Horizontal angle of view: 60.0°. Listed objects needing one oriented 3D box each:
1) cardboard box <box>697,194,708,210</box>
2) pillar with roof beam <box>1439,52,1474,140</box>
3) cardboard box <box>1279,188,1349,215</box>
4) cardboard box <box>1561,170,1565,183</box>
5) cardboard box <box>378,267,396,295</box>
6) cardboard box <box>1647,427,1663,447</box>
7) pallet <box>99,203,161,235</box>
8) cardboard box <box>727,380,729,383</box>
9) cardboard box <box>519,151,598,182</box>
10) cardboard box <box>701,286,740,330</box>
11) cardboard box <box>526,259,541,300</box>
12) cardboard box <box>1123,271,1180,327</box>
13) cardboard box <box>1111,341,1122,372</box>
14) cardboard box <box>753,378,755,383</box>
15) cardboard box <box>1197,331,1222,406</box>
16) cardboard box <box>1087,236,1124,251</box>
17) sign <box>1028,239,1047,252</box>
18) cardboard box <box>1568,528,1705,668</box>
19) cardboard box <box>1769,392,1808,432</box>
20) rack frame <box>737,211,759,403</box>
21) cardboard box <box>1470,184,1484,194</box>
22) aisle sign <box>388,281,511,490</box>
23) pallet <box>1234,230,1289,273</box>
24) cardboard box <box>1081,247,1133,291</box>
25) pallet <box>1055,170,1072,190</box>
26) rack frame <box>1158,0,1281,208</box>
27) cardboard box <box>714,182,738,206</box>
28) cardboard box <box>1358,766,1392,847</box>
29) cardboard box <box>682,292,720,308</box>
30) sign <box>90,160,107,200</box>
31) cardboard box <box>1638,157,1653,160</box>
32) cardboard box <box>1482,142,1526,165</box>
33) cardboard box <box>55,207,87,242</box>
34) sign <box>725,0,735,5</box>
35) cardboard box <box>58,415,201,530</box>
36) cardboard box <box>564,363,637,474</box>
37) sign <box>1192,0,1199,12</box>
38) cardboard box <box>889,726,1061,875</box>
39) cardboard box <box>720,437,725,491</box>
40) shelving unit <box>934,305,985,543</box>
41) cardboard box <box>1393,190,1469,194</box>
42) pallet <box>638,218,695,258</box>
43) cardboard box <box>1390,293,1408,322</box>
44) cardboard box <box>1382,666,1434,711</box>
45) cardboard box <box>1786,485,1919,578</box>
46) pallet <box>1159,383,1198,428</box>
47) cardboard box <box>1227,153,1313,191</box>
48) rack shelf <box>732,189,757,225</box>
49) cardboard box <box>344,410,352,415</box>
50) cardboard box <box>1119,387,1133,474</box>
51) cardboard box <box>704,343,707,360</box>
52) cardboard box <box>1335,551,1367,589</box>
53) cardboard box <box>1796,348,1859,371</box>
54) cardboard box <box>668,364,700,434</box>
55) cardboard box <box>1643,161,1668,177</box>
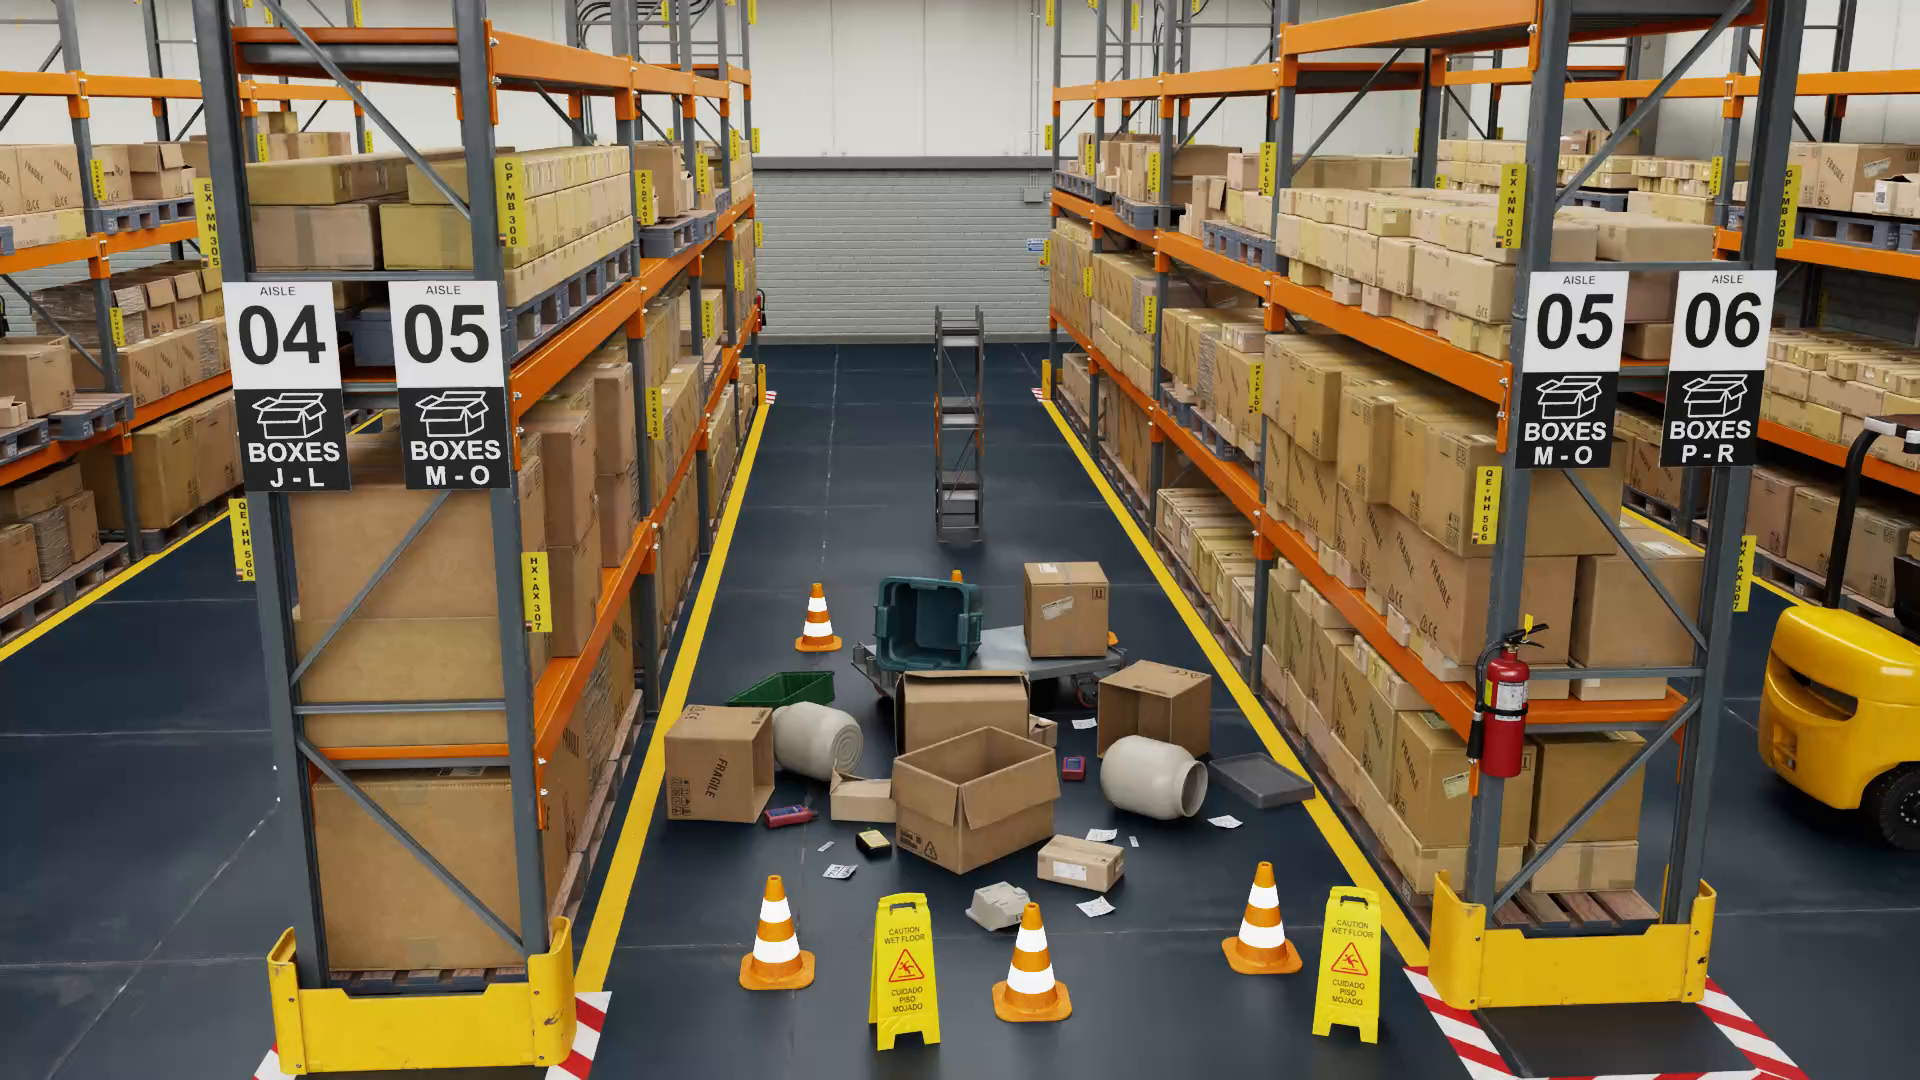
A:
[{"bbox_3d":[-2.483,-2.967,14.539,0.500,0.500,0.500,-1,14,-3],"label":"cardboard box"},{"bbox_3d":[3.115,-7.011,24.441,9.100,9.000,0.400,-1,14,-3],"label":"pillar with roof beam"},{"bbox_3d":[2.162,-2.060,10.120,0.380,0.149,0.250,-1,14,-4],"label":"cardboard box"},{"bbox_3d":[6.643,-3.869,17.709,0.380,0.149,0.250,-1,14,-3],"label":"cardboard box"},{"bbox_3d":[-2.608,-1.116,7.011,0.380,0.149,0.250,-1,14,-3],"label":"cardboard box"},{"bbox_3d":[6.843,-0.992,15.956,0.380,0.149,0.250,-2,15,-6],"label":"cardboard box"},{"bbox_3d":[-7.763,-2.788,14.427,1.213,0.211,1.003,0,14,-1],"label":"pallet"},{"bbox_3d":[-2.871,-1.841,20.070,0.380,0.149,0.250,-1,15,-6],"label":"cardboard box"},{"bbox_3d":[-2.047,-1.894,8.430,0.380,0.149,0.250,-1,14,-4],"label":"cardboard box"},{"bbox_3d":[-2.741,-2.634,18.668,0.500,0.500,0.500,-1,14,-4],"label":"cardboard box"},{"bbox_3d":[-1.936,-1.066,6.815,0.380,0.149,0.250,-1,14,-3],"label":"cardboard box"},{"bbox_3d":[1.863,-2.329,16.075,0.500,0.500,0.500,-1,14,-3],"label":"cardboard box"},{"bbox_3d":[1.808,-1.849,16.716,0.500,0.250,0.500,-1,14,-4],"label":"cardboard box"},{"bbox_3d":[-2.892,-2.149,21.863,0.380,0.149,0.250,-1,14,-5],"label":"cardboard box"},{"bbox_3d":[2.120,-1.315,12.702,0.500,0.500,0.500,-1,14,-6],"label":"cardboard box"},{"bbox_3d":[1.636,-3.334,18.680,0.380,0.149,0.250,-1,14,-5],"label":"cardboard box"},{"bbox_3d":[1.300,-4.958,27.957,0.327,0.218,0.001,-1,14,-3],"label":"sign"},{"bbox_3d":[2.964,0.254,7.445,0.500,0.500,0.500,-1,14,-4],"label":"cardboard box"},{"bbox_3d":[7.023,-1.058,13.645,0.500,0.250,0.500,-1,14,-5],"label":"cardboard box"},{"bbox_3d":[-3.209,-3.309,22.091,1.000,3.000,0.127,-1,14,-3],"label":"rack frame"},{"bbox_3d":[6.485,-4.292,20.394,0.380,0.149,0.250,-1,14,-2],"label":"cardboard box"},{"bbox_3d":[-1.914,-0.576,6.251,0.394,0.787,0.004,-1,14,-3],"label":"aisle sign"},{"bbox_3d":[2.537,-1.943,11.139,1.213,0.211,1.003,-1,14,-3],"label":"pallet"},{"bbox_3d":[1.668,-3.061,18.921,0.500,0.500,0.500,-1,14,-4],"label":"cardboard box"},{"bbox_3d":[1.781,-4.636,21.406,1.003,0.211,1.213,-1,14,-3],"label":"pallet"},{"bbox_3d":[2.221,-4.326,14.005,1.000,3.000,0.127,-1,14,-3],"label":"rack frame"},{"bbox_3d":[-2.727,-3.813,18.332,0.500,0.250,0.500,0,14,-1],"label":"cardboard box"},{"bbox_3d":[2.374,1.371,8.576,0.500,0.250,0.500,-1,14,-3],"label":"cardboard box"},{"bbox_3d":[-2.724,-2.520,17.493,0.380,0.149,0.250,-1,14,-5],"label":"cardboard box"},{"bbox_3d":[-7.129,-2.979,13.750,0.100,0.325,0.005,-1,14,-3],"label":"sign"},{"bbox_3d":[7.091,-3.825,16.941,0.380,0.149,0.250,-1,14,-3],"label":"cardboard box"},{"bbox_3d":[6.592,-4.633,19.920,0.500,0.250,0.500,-1,14,-2],"label":"cardboard box"},{"bbox_3d":[-7.396,-2.533,13.358,0.500,0.250,0.500,-1,14,-3],"label":"cardboard box"},{"bbox_3d":[-2.408,-5.759,17.379,0.100,0.325,0.005,-1,14,-3],"label":"sign"},{"bbox_3d":[-7.692,-0.614,15.039,1.225,0.875,0.875,-2,15,-6],"label":"cardboard box"},{"bbox_3d":[-2.327,-0.693,9.455,0.875,0.550,0.550,-1,14,-3],"label":"cardboard box"},{"bbox_3d":[2.514,-5.823,17.789,0.100,0.325,0.005,-1,14,-3],"label":"sign"},{"bbox_3d":[0.081,1.380,8.877,0.797,0.503,0.637,-13,20,-42],"label":"cardboard box"},{"bbox_3d":[-2.574,-0.745,16.298,0.500,0.500,0.500,-1,14,-5],"label":"cardboard box"},{"bbox_3d":[-0.010,-1.058,15.148,0.431,2.100,0.503,-1,14,-3],"label":"shelving unit"},{"bbox_3d":[2.799,-2.004,9.904,0.380,0.149,0.250,-1,14,-5],"label":"cardboard box"},{"bbox_3d":[-2.548,-2.243,12.308,1.003,0.211,1.213,0,14,-1],"label":"pallet"},{"bbox_3d":[2.364,-1.166,8.245,0.380,0.149,0.250,-1,14,-5],"label":"cardboard box"},{"bbox_3d":[2.317,0.734,8.245,0.380,0.149,0.250,0,14,-2],"label":"cardboard box"},{"bbox_3d":[7.290,-0.067,13.412,0.875,0.625,0.625,-1,15,-6],"label":"cardboard box"},{"bbox_3d":[2.371,-1.152,14.094,1.213,0.211,1.003,-1,14,-3],"label":"pallet"},{"bbox_3d":[2.220,-2.647,11.954,0.500,0.250,0.500,-1,14,-3],"label":"cardboard box"},{"bbox_3d":[-3.085,-3.916,19.873,1.077,0.370,4.000,-1,14,-3],"label":"rack shelf"},{"bbox_3d":[-7.990,-2.048,20.610,0.875,0.875,0.875,-1,14,-3],"label":"cardboard box"},{"bbox_3d":[2.155,-1.213,17.364,0.875,0.875,0.875,0,14,-2],"label":"cardboard box"},{"bbox_3d":[-2.611,-1.782,15.819,0.380,0.149,0.250,0,14,-2],"label":"cardboard box"},{"bbox_3d":[2.281,0.159,9.115,0.380,0.149,0.250,-1,14,-4],"label":"cardboard box"},{"bbox_3d":[6.991,-1.456,13.388,0.380,0.149,0.250,-1,14,-2],"label":"cardboard box"},{"bbox_3d":[-2.388,-1.136,13.444,0.500,0.500,0.500,-1,14,-3],"label":"cardboard box"},{"bbox_3d":[6.796,-3.557,15.937,0.380,0.149,0.250,-1,14,-5],"label":"cardboard box"}]
